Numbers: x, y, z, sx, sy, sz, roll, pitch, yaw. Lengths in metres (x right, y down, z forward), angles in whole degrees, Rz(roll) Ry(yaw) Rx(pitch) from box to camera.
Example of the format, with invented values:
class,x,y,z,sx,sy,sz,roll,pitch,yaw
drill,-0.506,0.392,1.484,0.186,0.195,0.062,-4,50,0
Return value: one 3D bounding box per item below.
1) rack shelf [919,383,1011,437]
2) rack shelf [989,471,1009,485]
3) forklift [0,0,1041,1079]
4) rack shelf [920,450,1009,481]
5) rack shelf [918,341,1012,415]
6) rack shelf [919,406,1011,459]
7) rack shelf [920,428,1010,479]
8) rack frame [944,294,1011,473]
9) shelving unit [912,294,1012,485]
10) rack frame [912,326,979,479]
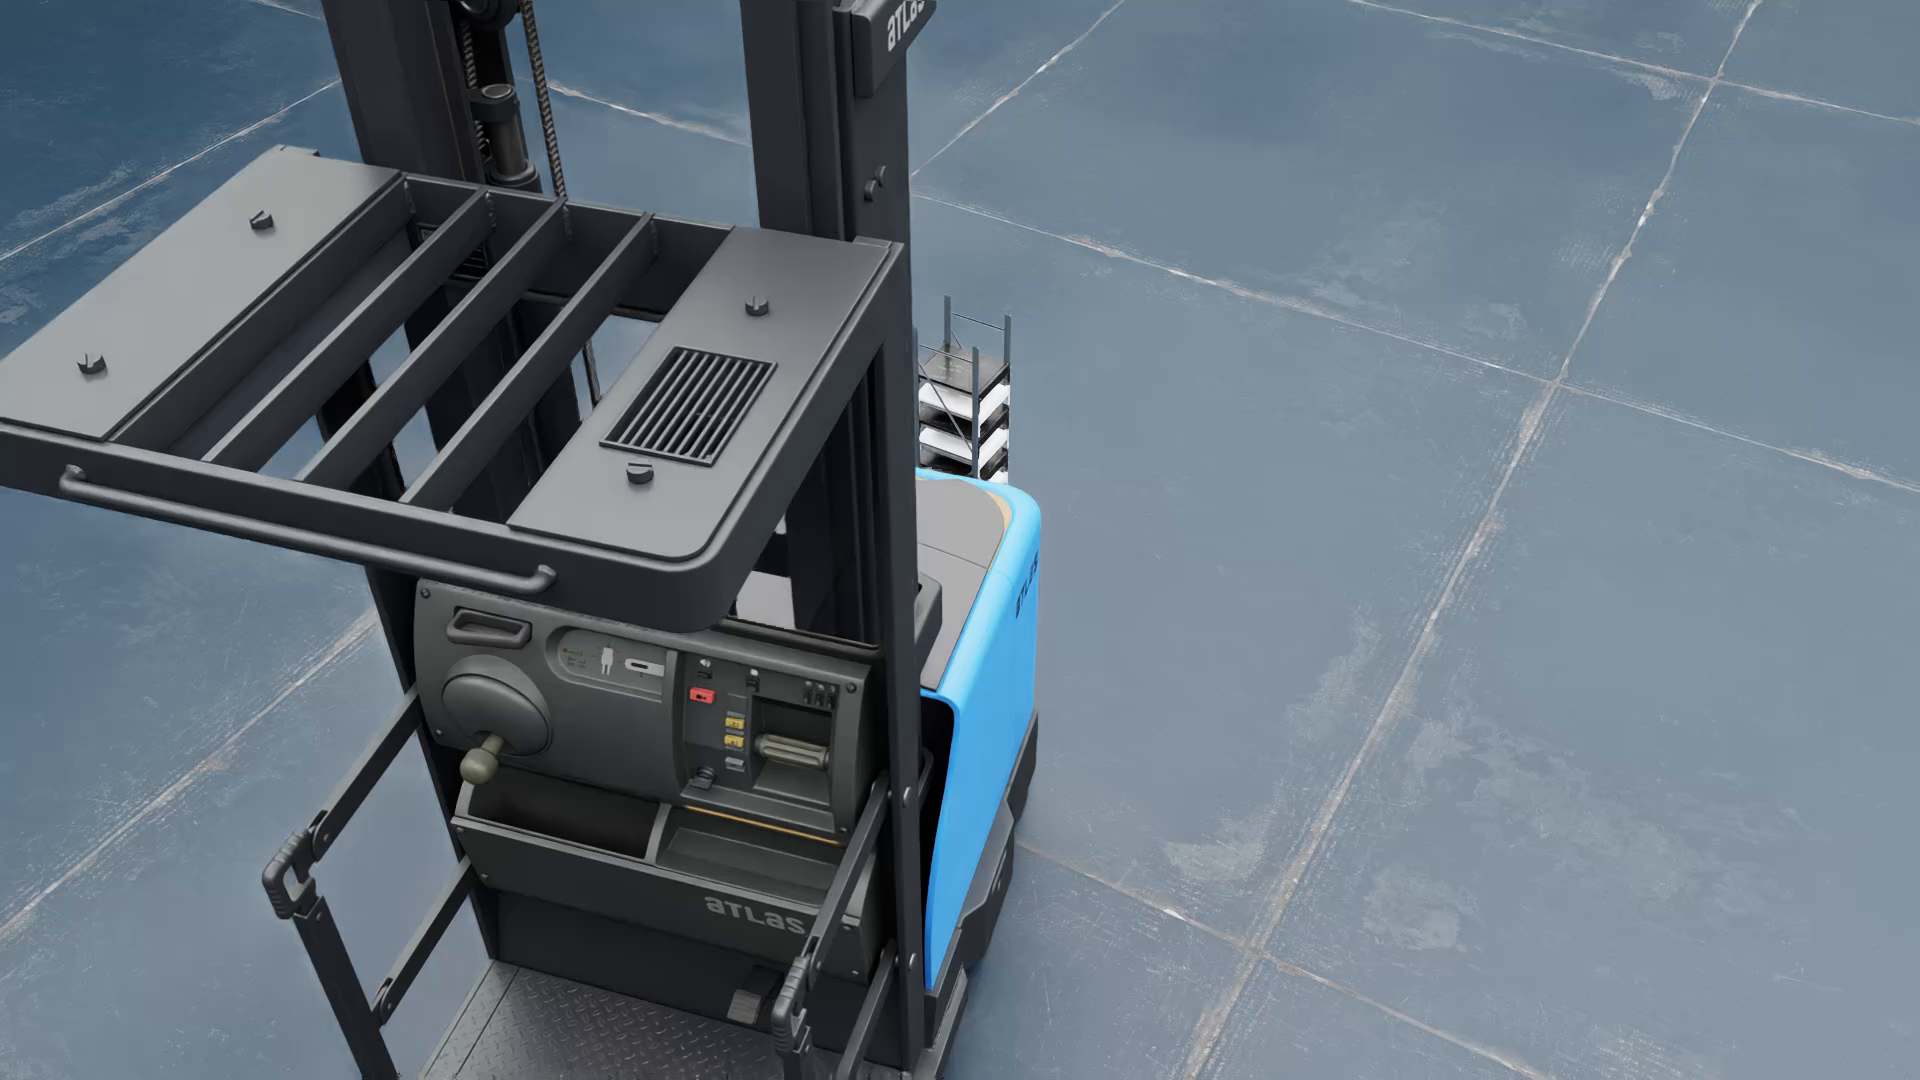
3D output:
class,x,y,z,sx,sy,sz,roll,pitch,yaw
rack shelf,0.004,-0.452,5.361,0.258,0.077,0.200,21,45,22
rack shelf,0.004,-0.182,5.599,0.258,0.077,0.200,21,45,22
forklift,-0.689,0.418,3.058,1.130,2.935,3.031,11,43,12
rack shelf,0.004,-0.250,5.539,0.258,0.077,0.200,21,45,22
rack shelf,0.004,-0.520,5.301,0.258,0.077,0.200,21,45,22
rack shelf,0.004,-0.385,5.420,0.258,0.077,0.200,21,45,22
rack shelf,0.004,-0.317,5.480,0.258,0.077,0.200,21,45,22
rack frame,0.055,-0.401,5.524,0.240,0.900,0.006,21,45,22
shelving unit,0.004,-0.342,5.458,0.258,0.900,0.210,21,45,22
rack frame,-0.047,-0.284,5.392,0.240,0.900,0.006,21,45,22
